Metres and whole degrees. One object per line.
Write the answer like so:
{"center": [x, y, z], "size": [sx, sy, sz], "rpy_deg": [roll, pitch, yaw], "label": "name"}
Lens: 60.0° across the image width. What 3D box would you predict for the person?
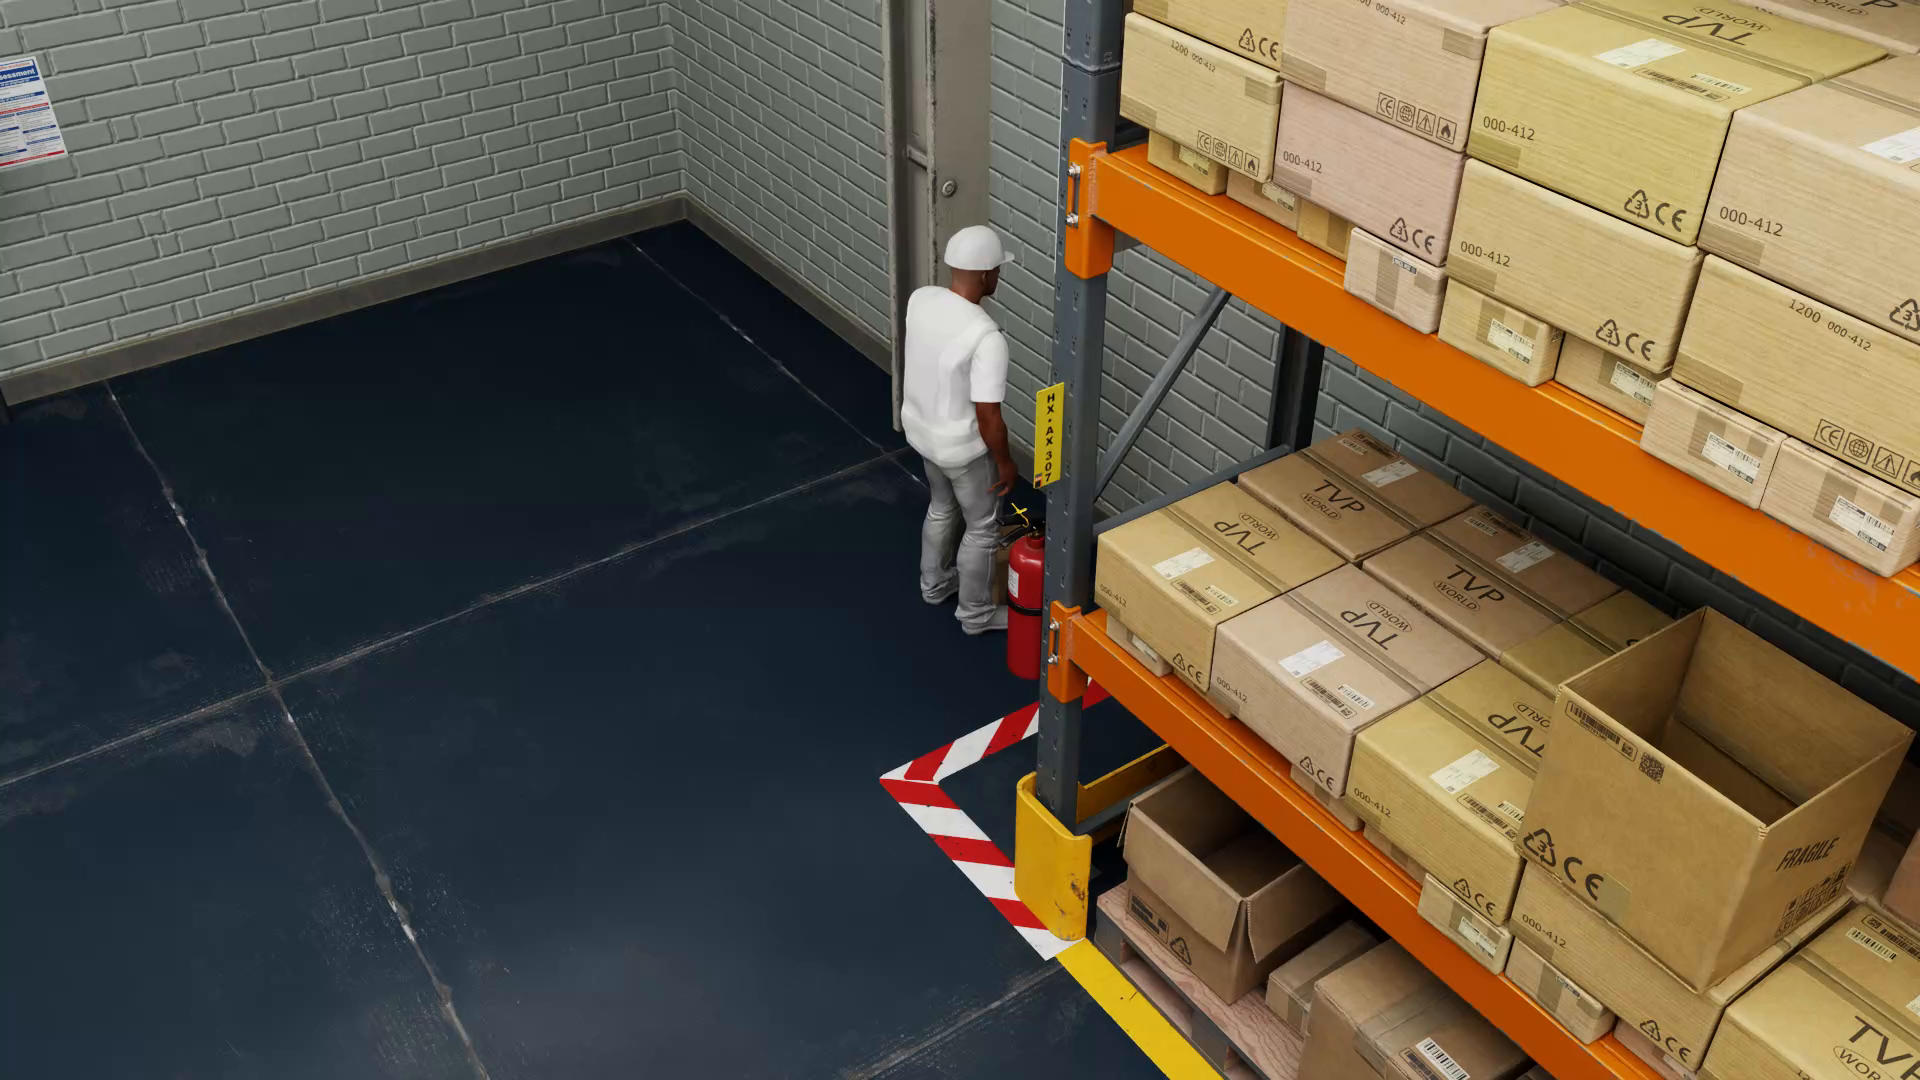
{"center": [0.017, -0.431, 6.723], "size": [0.460, 1.760, 0.627], "rpy_deg": [-22, 42, -28], "label": "person"}
